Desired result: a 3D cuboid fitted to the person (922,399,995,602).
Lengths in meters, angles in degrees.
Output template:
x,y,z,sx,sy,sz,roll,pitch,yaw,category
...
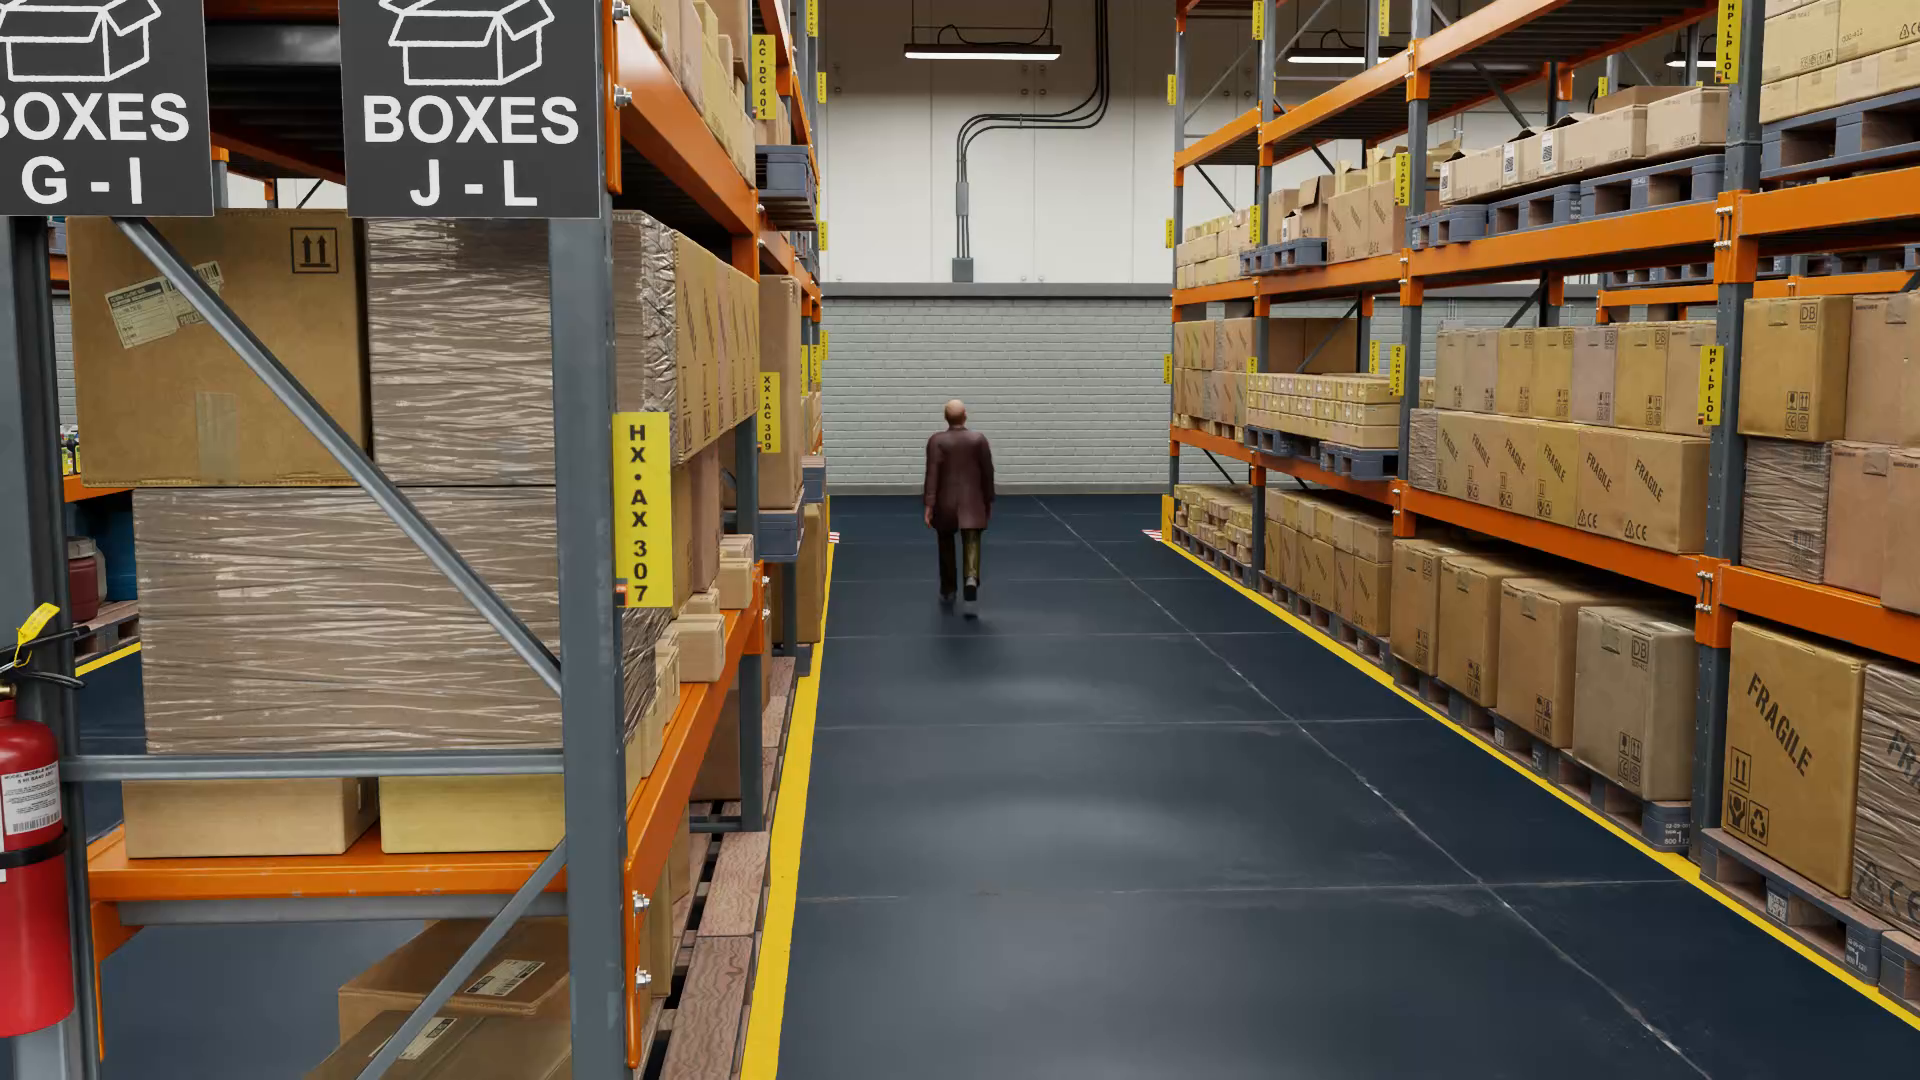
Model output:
x,y,z,sx,sy,sz,roll,pitch,yaw,category
-0.008,-0.319,14.022,0.613,1.731,1.072,0,7,0,person
